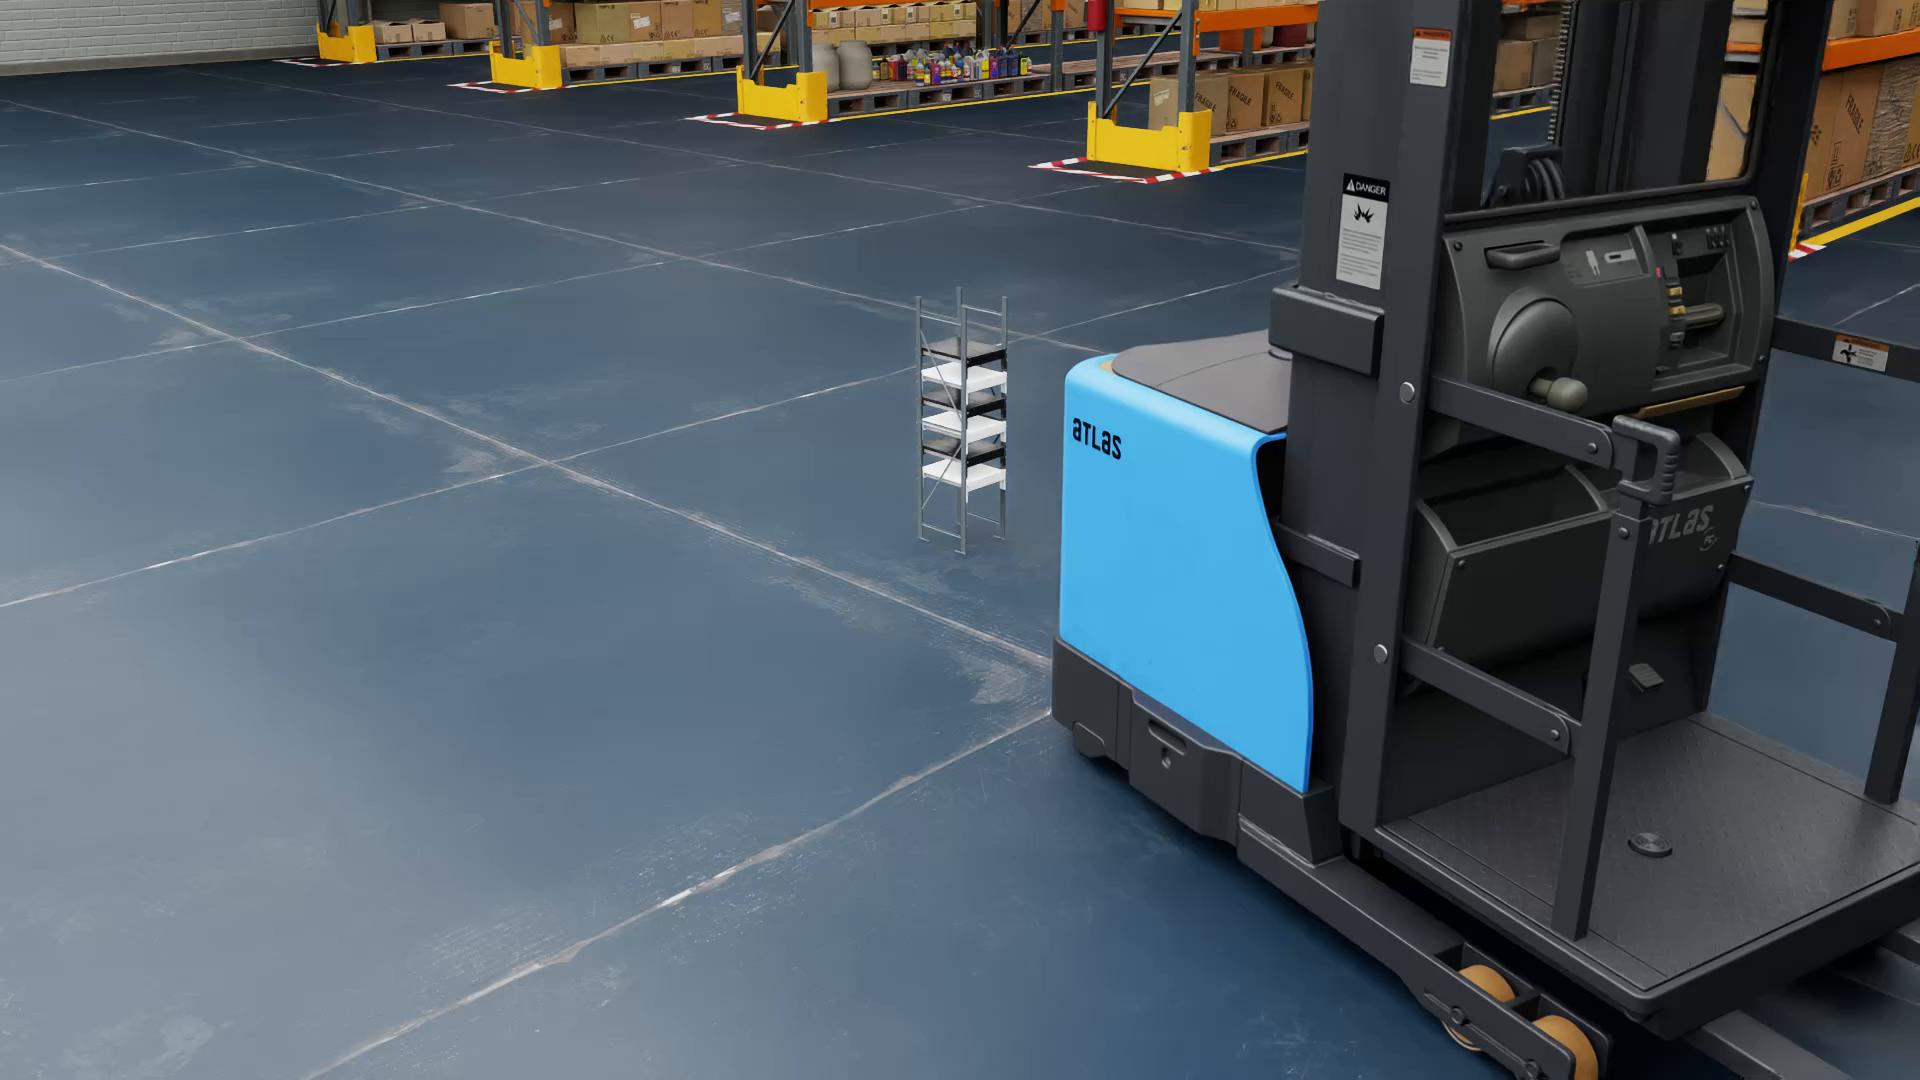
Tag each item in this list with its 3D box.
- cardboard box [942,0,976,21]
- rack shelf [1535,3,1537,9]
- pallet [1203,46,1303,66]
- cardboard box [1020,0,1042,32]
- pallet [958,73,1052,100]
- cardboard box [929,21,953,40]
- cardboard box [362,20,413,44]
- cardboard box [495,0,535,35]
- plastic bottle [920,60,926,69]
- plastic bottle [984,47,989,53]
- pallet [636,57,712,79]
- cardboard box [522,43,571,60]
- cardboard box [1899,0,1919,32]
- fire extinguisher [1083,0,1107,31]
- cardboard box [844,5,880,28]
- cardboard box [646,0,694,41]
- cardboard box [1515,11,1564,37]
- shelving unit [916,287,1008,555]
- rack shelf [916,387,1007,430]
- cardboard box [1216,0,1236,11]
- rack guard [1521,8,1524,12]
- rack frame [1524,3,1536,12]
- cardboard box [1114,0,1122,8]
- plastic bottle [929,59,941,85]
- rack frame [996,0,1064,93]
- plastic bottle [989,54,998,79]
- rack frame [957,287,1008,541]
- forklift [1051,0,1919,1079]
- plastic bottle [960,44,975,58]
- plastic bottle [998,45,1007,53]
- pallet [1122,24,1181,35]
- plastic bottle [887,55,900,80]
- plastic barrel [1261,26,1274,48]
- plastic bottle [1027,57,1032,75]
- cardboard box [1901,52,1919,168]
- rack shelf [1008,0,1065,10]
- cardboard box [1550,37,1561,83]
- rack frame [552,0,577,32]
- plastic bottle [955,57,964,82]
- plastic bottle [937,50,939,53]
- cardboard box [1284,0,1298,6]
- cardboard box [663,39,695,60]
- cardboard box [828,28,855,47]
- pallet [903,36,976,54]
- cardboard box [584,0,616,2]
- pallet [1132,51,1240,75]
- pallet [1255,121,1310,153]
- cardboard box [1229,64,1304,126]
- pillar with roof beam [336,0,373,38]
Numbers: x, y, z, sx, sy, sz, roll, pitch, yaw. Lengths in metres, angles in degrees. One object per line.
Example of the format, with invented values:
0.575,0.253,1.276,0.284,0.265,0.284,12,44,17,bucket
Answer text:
-0.098,-8.237,25.789,0.500,0.311,0.500,-19,28,-41,cardboard box
8.581,-6.957,20.996,1.077,0.370,4.000,19,28,41,rack shelf
4.157,-6.929,23.809,1.003,0.211,1.213,19,28,41,pallet
0.974,-8.479,26.824,0.500,0.500,0.500,18,27,39,cardboard box
0.348,-5.526,20.157,1.003,0.211,1.213,19,28,41,pallet
-0.459,-7.842,25.542,0.500,0.250,0.500,19,28,40,cardboard box
-8.495,-7.547,24.663,0.500,0.311,0.500,15,26,35,cardboard box
-6.947,-8.231,26.180,0.500,0.500,0.500,17,27,37,cardboard box
-0.455,-5.561,19.648,0.097,0.201,0.097,0,21,0,plastic bottle
0.310,-5.949,20.562,0.097,0.271,0.097,0,21,0,plastic bottle
-4.136,-6.420,22.483,1.003,0.211,1.213,19,28,41,pallet
-5.328,-6.327,21.601,0.500,0.250,0.500,19,28,41,cardboard box
6.503,-4.037,12.188,0.875,0.550,0.500,19,28,41,cardboard box
1.195,-4.772,14.416,0.296,0.674,0.183,19,28,41,fire extinguisher
-1.520,-7.709,24.417,0.500,0.311,0.500,18,27,39,cardboard box
-3.908,-6.932,22.131,0.500,0.500,0.500,19,28,41,cardboard box
6.740,-5.987,19.296,0.500,0.250,0.500,-19,28,-40,cardboard box
0.006,-0.422,5.919,0.258,0.900,0.210,19,28,41,shelving unit
0.006,-0.475,5.898,0.258,0.077,0.200,19,28,41,rack shelf
2.163,-4.678,14.414,0.380,0.149,0.250,19,28,41,cardboard box
9.225,-8.917,28.577,1.175,0.500,0.348,19,28,41,rack guard
7.186,-6.778,19.529,1.000,3.000,0.127,19,28,41,rack frame
2.391,-9.002,28.185,0.500,0.500,0.500,19,28,41,cardboard box
-0.285,-5.341,18.961,0.133,0.283,0.061,-20,28,-41,plastic bottle
0.847,-6.990,20.079,1.000,3.000,0.127,19,28,41,rack frame
0.386,-5.588,19.605,0.133,0.283,0.061,-18,27,-39,plastic bottle
0.077,-0.448,5.987,0.240,0.900,0.006,19,28,41,rack frame
1.439,-0.462,3.192,1.130,2.935,3.031,-12,24,-28,forklift
0.090,-5.819,20.112,0.144,0.351,0.185,19,28,41,plastic bottle
0.501,-5.757,19.951,0.144,0.351,0.185,19,28,41,plastic bottle
3.361,-9.161,29.616,1.003,0.211,1.213,19,28,41,pallet
-0.781,-5.535,19.478,0.152,0.276,0.135,20,28,41,plastic bottle
4.296,-7.350,23.899,0.421,0.512,0.421,0,21,0,plastic barrel
0.817,-5.718,20.057,0.097,0.201,0.097,0,21,0,plastic bottle
7.390,-3.543,13.487,0.875,0.875,0.875,-20,28,-41,cardboard box
2.242,-7.168,21.546,1.077,0.370,4.000,19,28,41,rack shelf
6.733,-5.640,19.437,0.700,0.500,0.500,17,27,38,cardboard box
-6.252,-9.469,26.530,1.000,3.000,0.127,19,28,41,rack frame
-0.005,-5.447,19.256,0.097,0.271,0.097,0,21,0,plastic bottle
-0.290,-5.743,20.008,0.133,0.283,0.061,-19,28,-40,plastic bottle
2.842,-4.941,15.099,0.380,0.149,0.250,19,28,41,cardboard box
-3.909,-6.582,22.266,0.500,0.250,0.500,19,28,41,cardboard box
-1.883,-7.316,24.174,0.500,0.250,0.500,-19,28,-41,cardboard box
-0.512,-7.755,25.957,1.003,0.211,1.213,19,28,41,pallet
-4.642,-6.938,22.146,0.500,0.500,0.500,19,28,41,cardboard box
3.069,-6.527,22.762,1.003,0.211,1.213,19,28,41,pallet
3.101,-3.952,16.062,1.003,0.211,1.213,19,28,41,pallet
2.895,-4.226,15.787,0.500,0.500,0.500,-17,27,-37,cardboard box
-6.089,-10.560,21.007,9.100,9.000,0.400,19,28,41,pillar with roof beam
